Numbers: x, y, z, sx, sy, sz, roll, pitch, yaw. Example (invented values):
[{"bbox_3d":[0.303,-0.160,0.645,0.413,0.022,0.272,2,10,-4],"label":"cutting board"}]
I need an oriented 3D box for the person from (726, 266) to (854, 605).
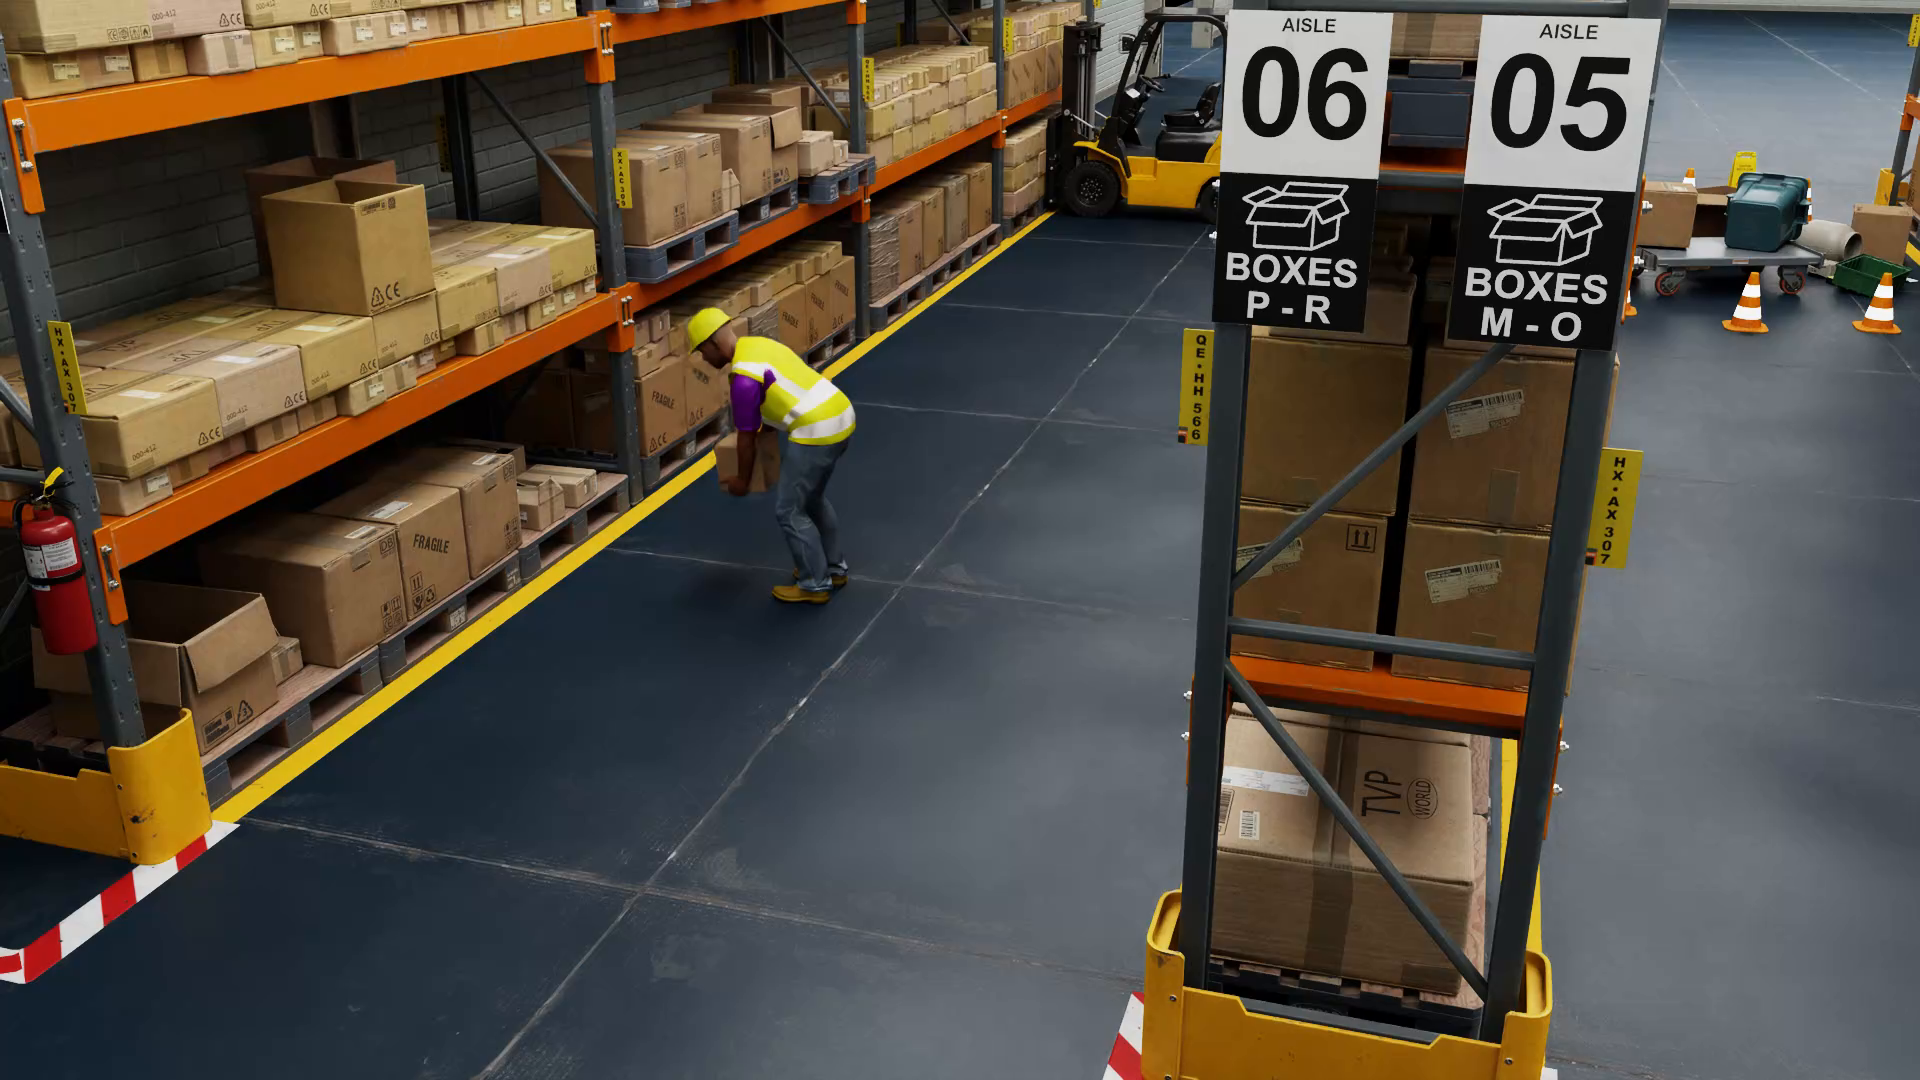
[{"bbox_3d":[-0.862,-0.536,8.456,0.611,1.719,0.493,6,23,15],"label":"person"}]
